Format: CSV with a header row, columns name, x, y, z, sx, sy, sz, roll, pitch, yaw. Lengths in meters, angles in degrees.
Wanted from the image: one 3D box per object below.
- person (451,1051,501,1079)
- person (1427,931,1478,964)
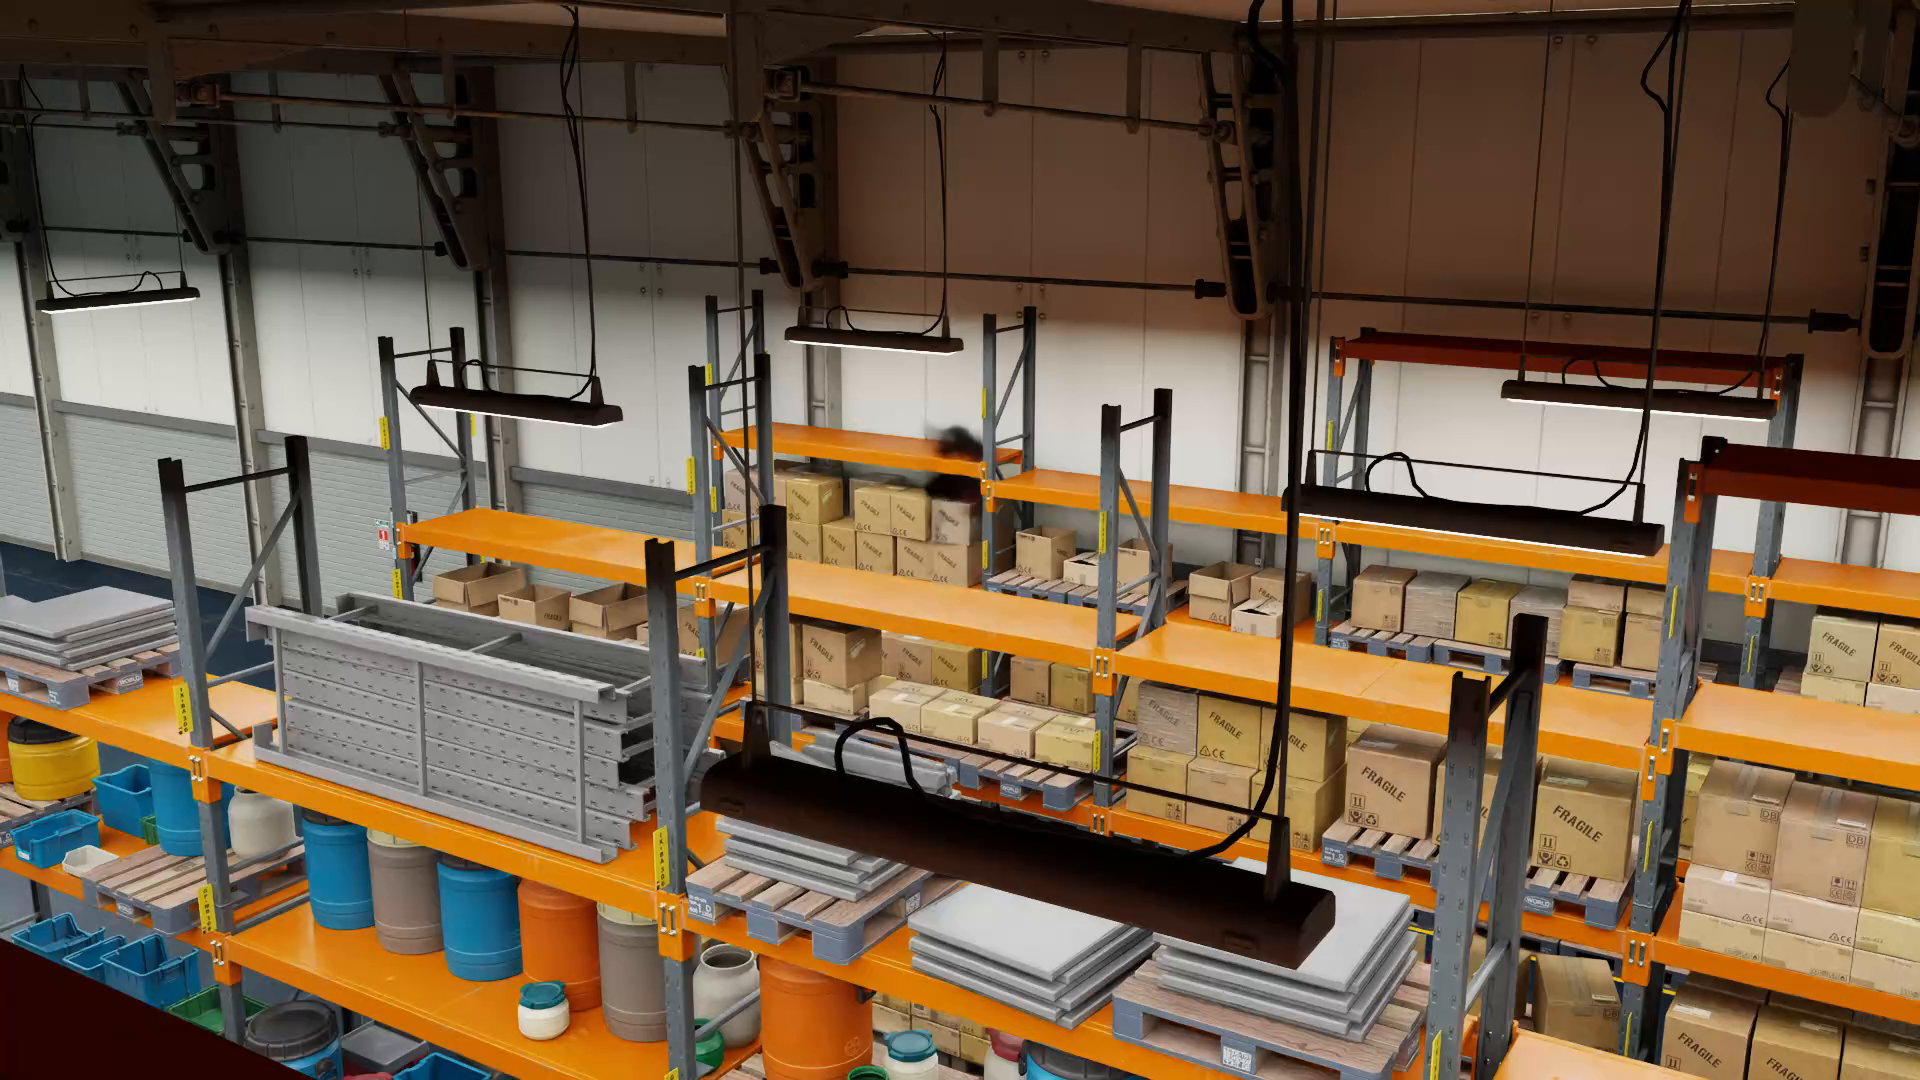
name,x,y,z,sx,sy,sz,roll,pitch,yaw
person,-4.166,3.909,14.060,0.705,1.633,0.585,6,15,24
person,4.167,3.862,14.194,0.595,1.695,0.676,8,16,29
